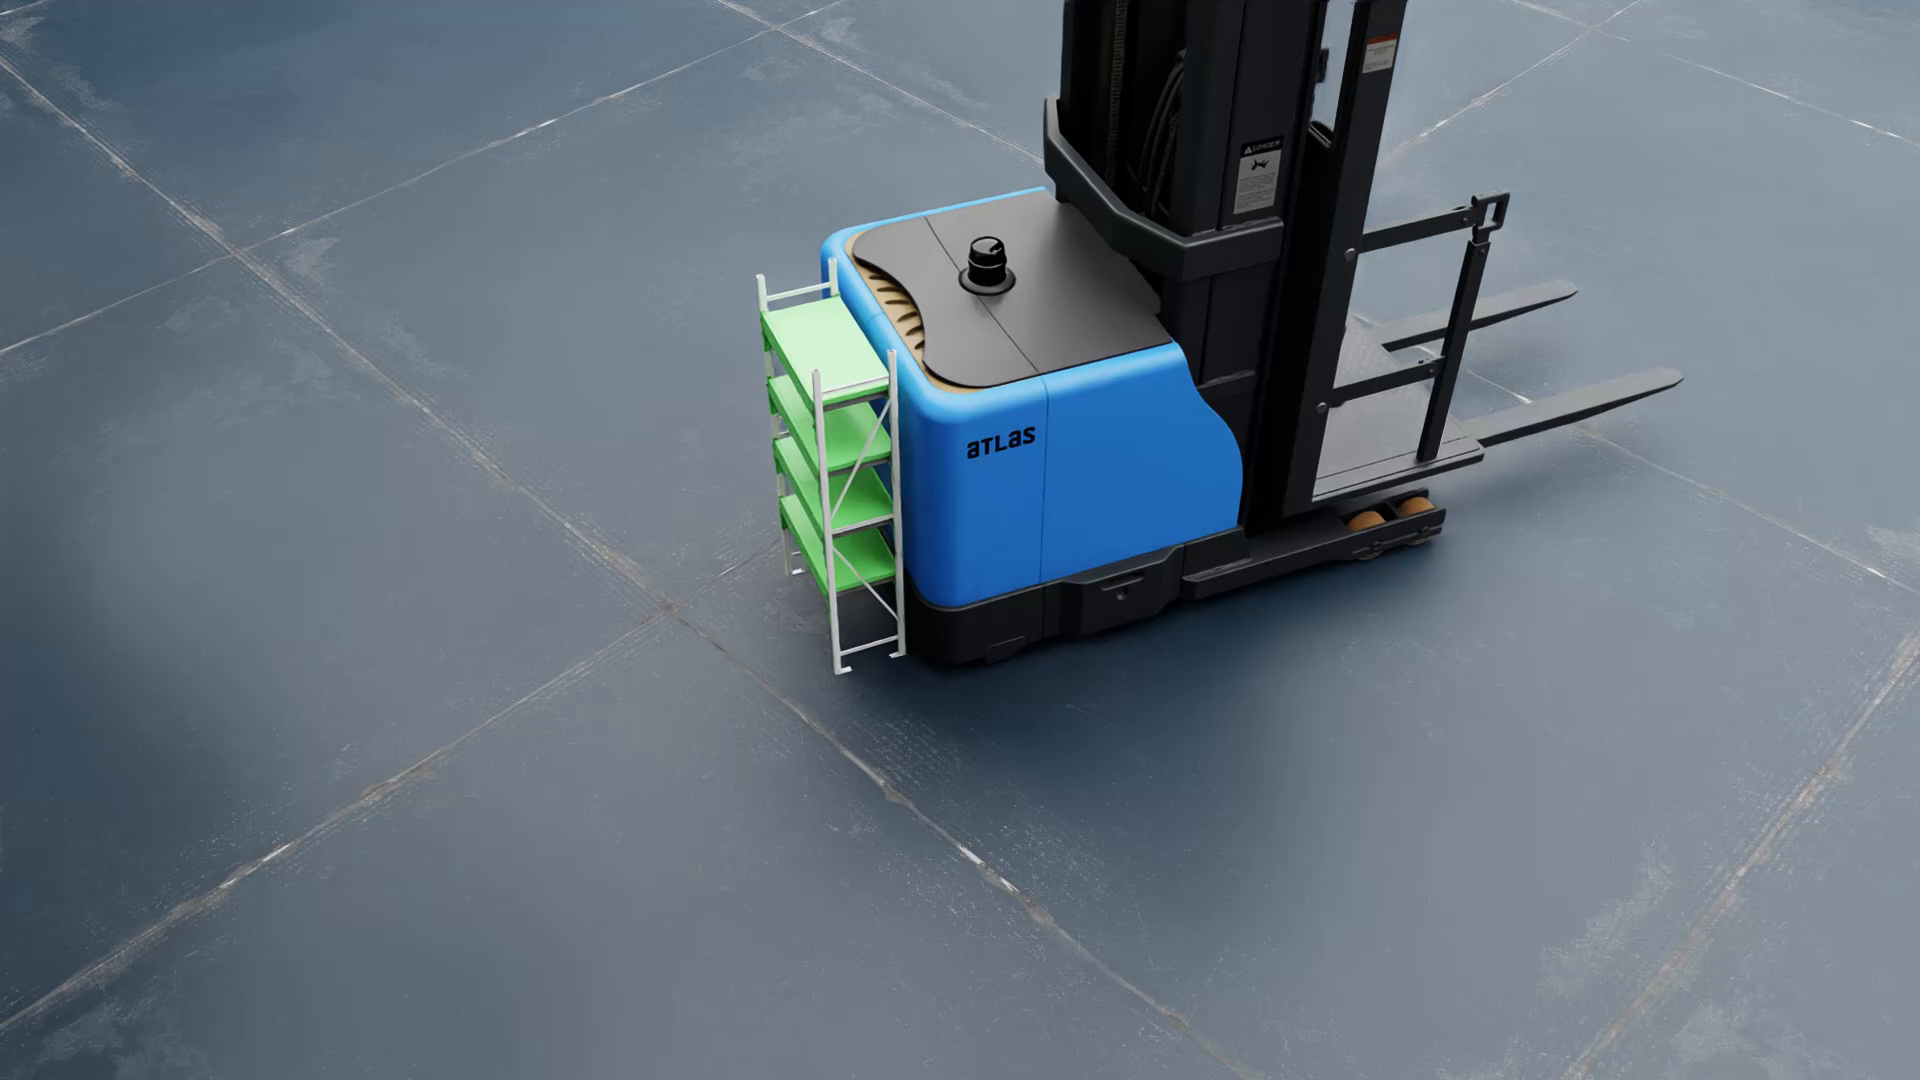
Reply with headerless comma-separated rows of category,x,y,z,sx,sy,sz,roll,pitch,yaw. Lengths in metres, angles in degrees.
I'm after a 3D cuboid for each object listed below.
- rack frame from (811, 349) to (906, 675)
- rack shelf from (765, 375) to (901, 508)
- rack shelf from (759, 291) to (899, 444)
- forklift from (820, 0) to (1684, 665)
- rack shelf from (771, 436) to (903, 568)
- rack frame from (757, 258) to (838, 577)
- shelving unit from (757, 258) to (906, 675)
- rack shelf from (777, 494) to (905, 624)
rack frame,-0.287,-0.046,4.915,0.240,1.200,0.015,-16,45,-16
rack shelf,-0.381,-0.328,4.961,0.258,0.148,0.480,-16,45,-16
rack shelf,-0.381,-0.504,4.798,0.258,0.148,0.480,-16,45,-16
forklift,1.114,-1.327,5.026,3.031,2.935,1.130,-15,45,-16
rack shelf,-0.381,-0.152,5.124,0.258,0.148,0.480,-16,45,-16
rack frame,-0.475,-0.351,5.246,0.240,1.200,0.015,-16,45,-16
shelving unit,-0.381,-0.199,5.081,0.258,1.200,0.503,-16,45,-16
rack shelf,-0.381,0.025,5.287,0.258,0.148,0.480,-16,45,-16
